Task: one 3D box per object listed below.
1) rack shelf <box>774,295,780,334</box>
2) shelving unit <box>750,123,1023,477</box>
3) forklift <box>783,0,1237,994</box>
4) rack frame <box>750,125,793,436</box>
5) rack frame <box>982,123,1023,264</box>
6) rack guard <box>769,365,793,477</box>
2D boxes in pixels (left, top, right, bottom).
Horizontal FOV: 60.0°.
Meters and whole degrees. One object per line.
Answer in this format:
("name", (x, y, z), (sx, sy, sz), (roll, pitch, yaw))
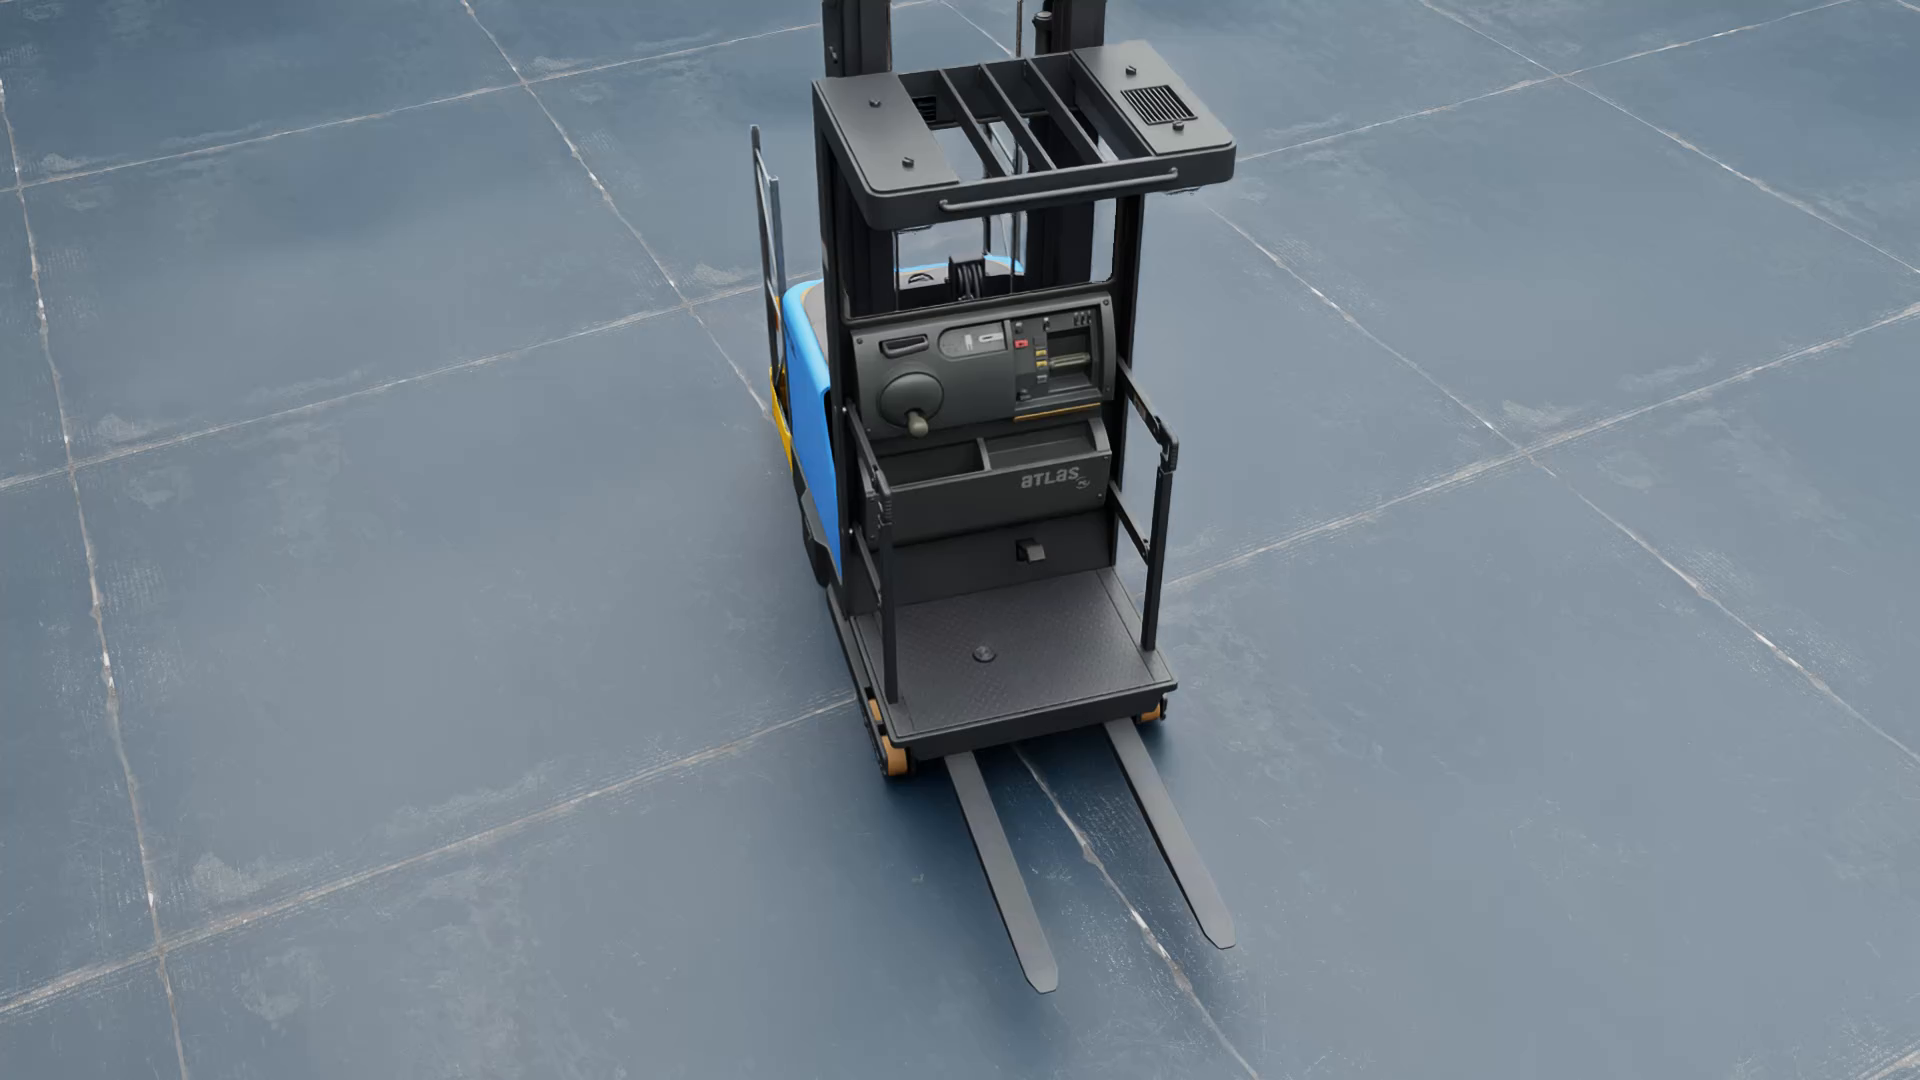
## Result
("rack shelf", (-0.313, -0.963, 7.505), (1.000, 0.185, 0.538), (-10, 41, -11))
("shelving unit", (-0.304, -1.102, 7.391), (1.083, 1.500, 0.587), (-10, 41, -11))
("forklift", (0.153, -0.523, 5.599), (1.130, 2.935, 3.031), (-11, 41, -12))
("rack frame", (-0.804, -1.016, 7.289), (0.032, 1.500, 0.500), (-10, 41, -11))
("rack frame", (0.179, -1.185, 7.489), (0.032, 1.500, 0.500), (-10, 41, -11))
("rack guard", (-0.785, -0.542, 7.697), (0.087, 0.250, 0.587), (-10, 41, -11))
